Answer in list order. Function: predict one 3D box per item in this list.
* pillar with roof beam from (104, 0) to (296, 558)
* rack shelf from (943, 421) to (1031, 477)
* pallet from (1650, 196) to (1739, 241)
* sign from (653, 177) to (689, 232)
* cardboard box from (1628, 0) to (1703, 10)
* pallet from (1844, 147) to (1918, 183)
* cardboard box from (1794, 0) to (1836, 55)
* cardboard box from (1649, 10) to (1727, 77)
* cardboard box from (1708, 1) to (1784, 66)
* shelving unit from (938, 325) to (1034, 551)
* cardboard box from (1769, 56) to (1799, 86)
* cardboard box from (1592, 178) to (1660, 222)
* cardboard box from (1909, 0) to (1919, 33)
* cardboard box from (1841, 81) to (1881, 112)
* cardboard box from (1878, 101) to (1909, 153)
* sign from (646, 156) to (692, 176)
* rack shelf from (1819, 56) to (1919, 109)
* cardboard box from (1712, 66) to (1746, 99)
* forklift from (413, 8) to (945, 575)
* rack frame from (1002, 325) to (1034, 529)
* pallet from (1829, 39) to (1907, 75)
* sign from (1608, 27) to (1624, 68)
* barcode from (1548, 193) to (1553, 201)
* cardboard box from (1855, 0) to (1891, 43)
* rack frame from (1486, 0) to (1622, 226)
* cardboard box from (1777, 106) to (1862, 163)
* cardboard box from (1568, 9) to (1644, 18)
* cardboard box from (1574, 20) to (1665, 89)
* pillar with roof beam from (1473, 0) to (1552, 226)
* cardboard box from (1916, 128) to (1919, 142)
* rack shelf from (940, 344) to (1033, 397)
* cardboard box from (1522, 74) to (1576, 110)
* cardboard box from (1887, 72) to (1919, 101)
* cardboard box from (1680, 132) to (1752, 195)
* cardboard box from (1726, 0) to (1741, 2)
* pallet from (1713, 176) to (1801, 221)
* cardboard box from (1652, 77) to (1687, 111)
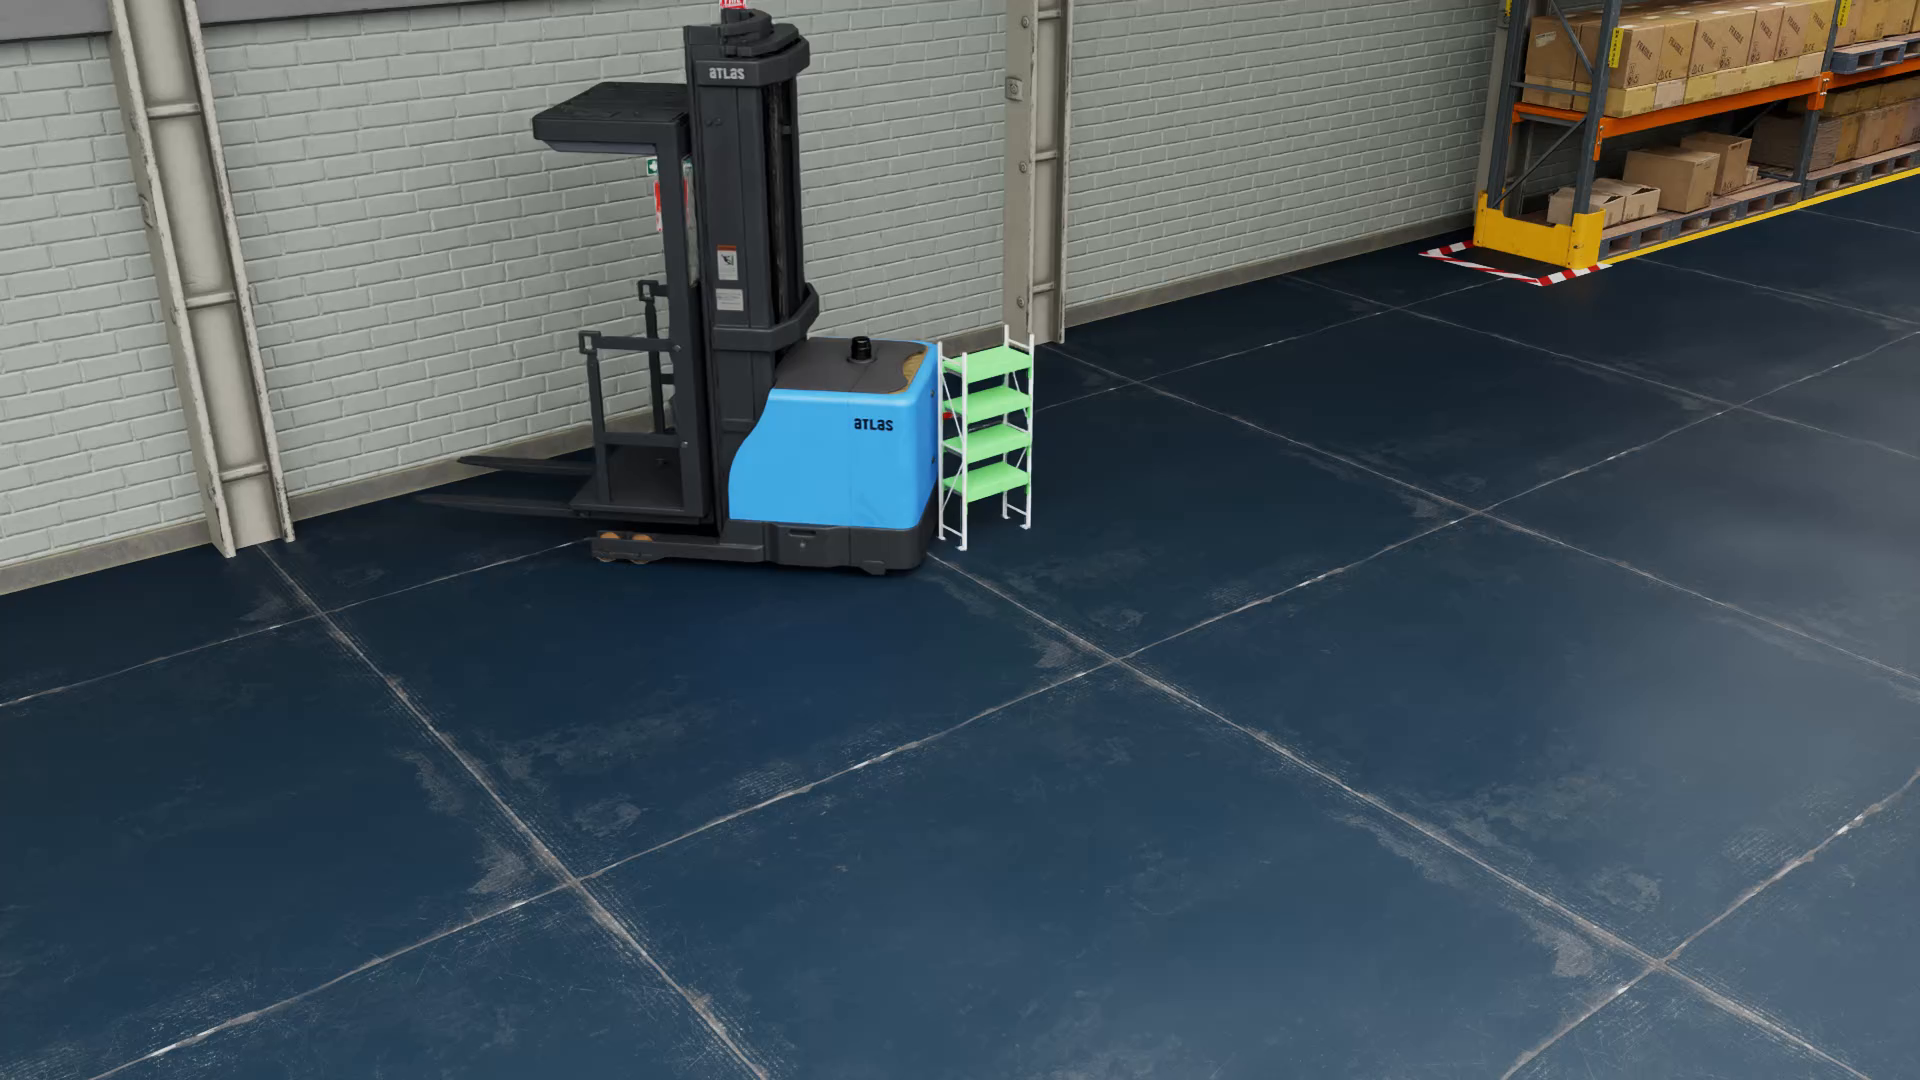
[{"bbox_3d":[-1.487,-2.655,4.781,0.400,9.000,9.100,-18,31,-34],"label":"pillar with roof beam"},{"bbox_3d":[0.147,-0.529,9.617,0.480,0.148,0.258,-19,31,-35],"label":"rack shelf"},{"bbox_3d":[6.963,-3.278,16.562,1.213,0.211,1.003,-18,31,-34],"label":"pallet"},{"bbox_3d":[-1.889,-2.196,10.875,0.234,0.329,0.001,-18,31,-34],"label":"sign"},{"bbox_3d":[6.725,-4.877,15.958,0.500,0.500,0.500,-18,30,-33],"label":"cardboard box"},{"bbox_3d":[10.002,-4.304,18.773,1.213,0.211,1.003,-18,31,-34],"label":"pallet"},{"bbox_3d":[8.249,-5.103,16.447,0.500,0.500,0.500,-18,31,-34],"label":"cardboard box"},{"bbox_3d":[6.649,-4.571,15.300,0.500,0.500,0.500,-19,31,-36],"label":"cardboard box"},{"bbox_3d":[7.457,-4.845,15.889,0.500,0.500,0.500,-19,31,-35],"label":"cardboard box"},{"bbox_3d":[0.147,-0.587,9.590,0.503,1.200,0.258,-19,31,-35],"label":"shelving unit"},{"bbox_3d":[7.847,-4.638,16.336,0.500,0.250,0.500,-18,30,-34],"label":"cardboard box"},{"bbox_3d":[6.331,-3.286,15.939,0.500,0.311,0.500,-15,29,-30],"label":"cardboard box"},{"bbox_3d":[10.247,-5.875,18.205,0.500,0.500,0.700,-18,31,-34],"label":"cardboard box"},{"bbox_3d":[9.751,-4.902,18.305,0.500,0.250,0.500,-19,31,-35],"label":"cardboard box"},{"bbox_3d":[10.193,-4.714,18.791,0.500,0.500,0.700,-18,31,-34],"label":"cardboard box"},{"bbox_3d":[-1.880,-2.434,10.760,0.331,0.109,0.001,-18,31,-34],"label":"sign"},{"bbox_3d":[10.004,-5.241,18.334,4.000,0.370,1.077,-18,31,-34],"label":"rack shelf"},{"bbox_3d":[7.066,-4.372,15.761,0.500,0.250,0.500,-18,30,-34],"label":"cardboard box"},{"bbox_3d":[-1.654,-1.406,9.298,3.031,2.935,1.130,4,25,8],"label":"forklift"},{"bbox_3d":[0.337,-0.652,9.729,0.015,1.200,0.240,-19,31,-35],"label":"rack frame"},{"bbox_3d":[9.121,-5.111,17.427,1.213,0.211,1.003,-18,31,-34],"label":"pallet"},{"bbox_3d":[5.617,-4.221,14.254,0.005,0.325,0.100,-18,31,-34],"label":"sign"},{"bbox_3d":[5.650,-3.280,15.914,0.075,0.075,0.001,-18,31,-34],"label":"barcode"},{"bbox_3d":[9.296,-5.556,17.517,0.500,0.500,0.700,-15,29,-29],"label":"cardboard box"},{"bbox_3d":[5.282,-4.008,14.824,0.127,3.000,1.000,-18,31,-34],"label":"rack frame"},{"bbox_3d":[9.375,-4.461,18.245,0.500,0.500,0.700,-19,31,-35],"label":"cardboard box"},{"bbox_3d":[5.924,-4.610,15.384,0.500,0.500,0.500,-18,30,-33],"label":"cardboard box"},{"bbox_3d":[5.844,-4.314,14.746,0.500,0.500,0.500,-18,31,-34],"label":"cardboard box"},{"bbox_3d":[7.956,-5.772,11.497,0.400,9.000,9.100,-18,31,-34],"label":"pillar with roof beam"},{"bbox_3d":[11.043,-4.948,19.295,0.500,0.500,0.700,-18,30,-33],"label":"cardboard box"},{"bbox_3d":[0.147,-0.965,9.415,0.480,0.148,0.258,-19,31,-35],"label":"rack shelf"},{"bbox_3d":[5.531,-4.135,15.251,0.500,0.250,0.500,-18,30,-33],"label":"cardboard box"},{"bbox_3d":[10.556,-5.161,18.863,0.500,0.250,0.500,-18,30,-33],"label":"cardboard box"},{"bbox_3d":[7.638,-3.830,16.887,0.500,0.500,0.500,-21,32,-38],"label":"cardboard box"},{"bbox_3d":[7.522,-5.143,16.531,0.500,0.500,0.500,-18,31,-34],"label":"cardboard box"},{"bbox_3d":[7.923,-3.596,17.249,1.213,0.211,1.003,-18,31,-34],"label":"pallet"},{"bbox_3d":[6.262,-4.111,15.199,0.500,0.250,0.500,-19,31,-36],"label":"cardboard box"}]
